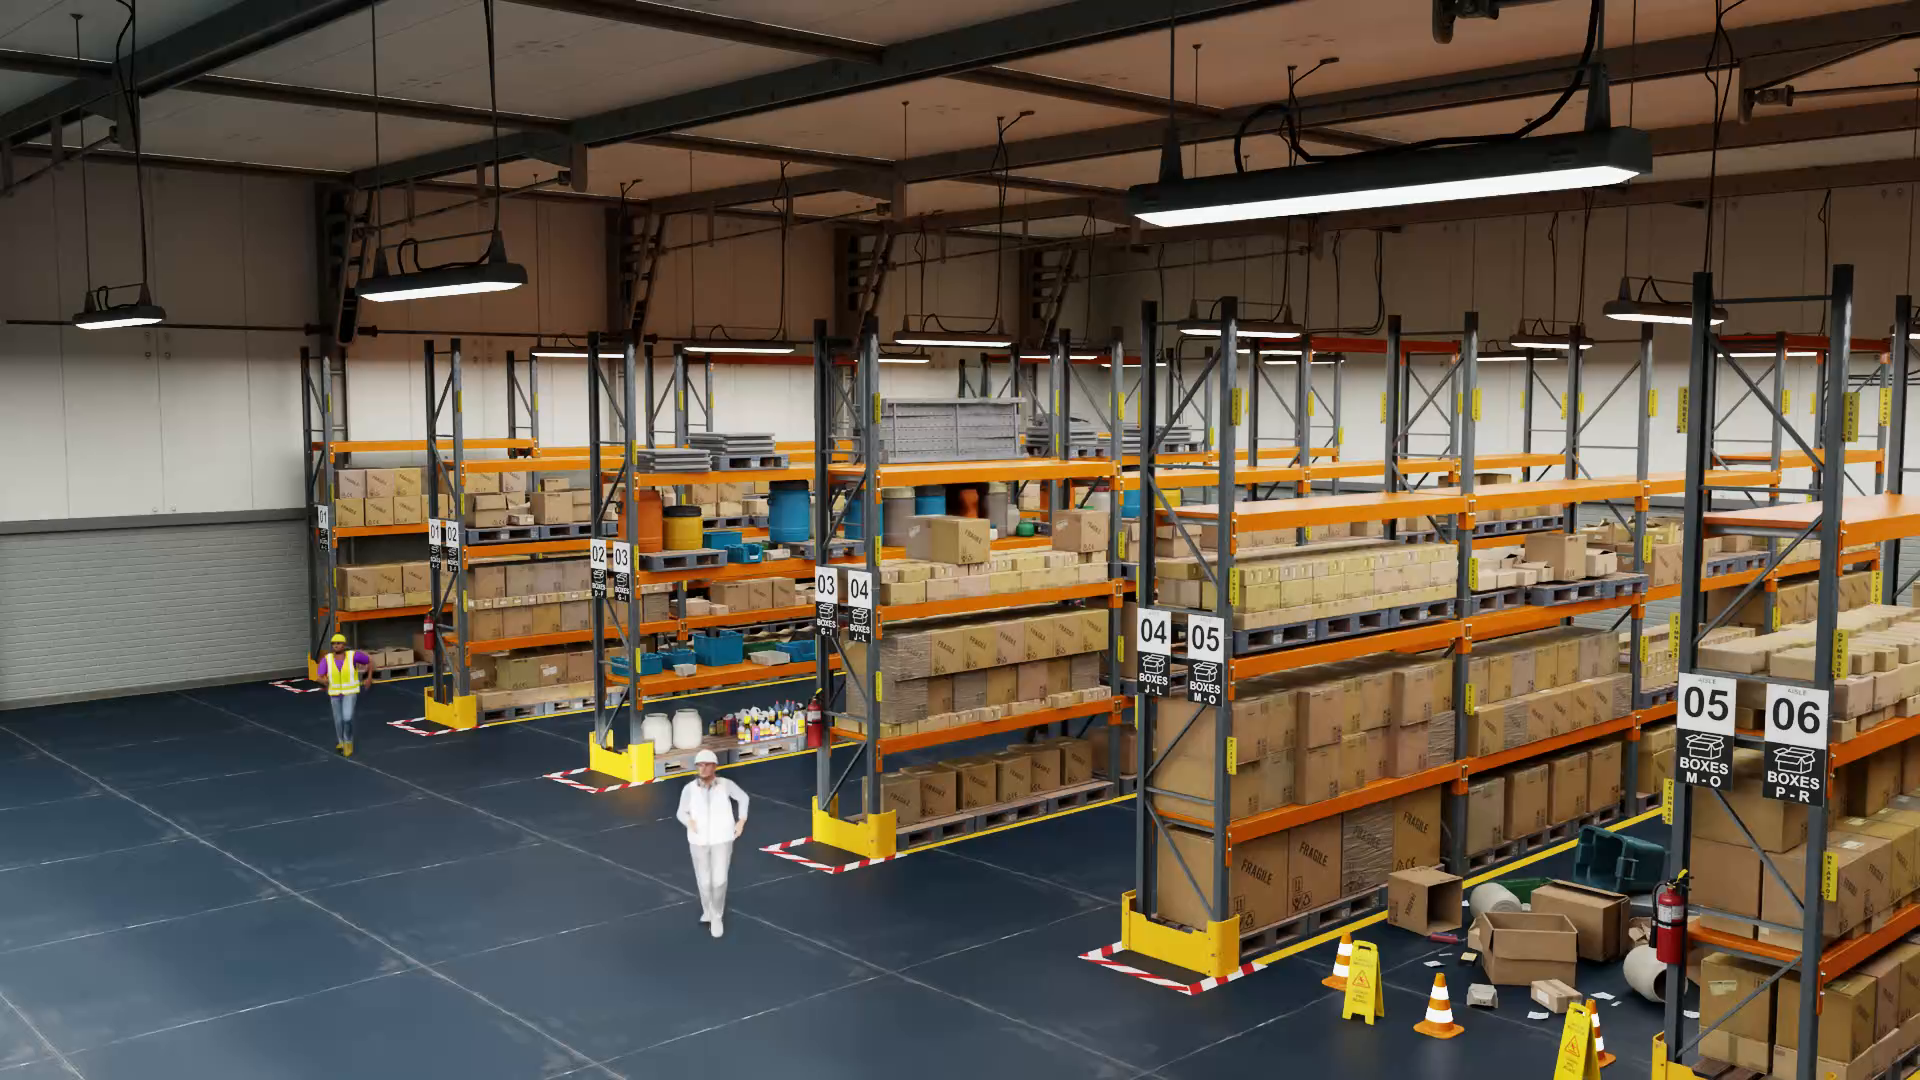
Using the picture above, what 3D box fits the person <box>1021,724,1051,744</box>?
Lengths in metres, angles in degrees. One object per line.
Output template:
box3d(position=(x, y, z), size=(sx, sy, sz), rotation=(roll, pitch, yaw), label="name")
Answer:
box3d(position=(1.061, 2.135, 23.952), size=(0.707, 1.788, 1.022), rotation=(3, 6, 34), label="person")

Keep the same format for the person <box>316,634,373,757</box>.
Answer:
box3d(position=(-8.764, 2.203, 23.676), size=(0.715, 1.760, 0.861), rotation=(-1, 5, -6), label="person")

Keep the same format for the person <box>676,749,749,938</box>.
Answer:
box3d(position=(-2.386, 2.902, 15.969), size=(0.663, 1.785, 0.721), rotation=(0, 5, 0), label="person")
